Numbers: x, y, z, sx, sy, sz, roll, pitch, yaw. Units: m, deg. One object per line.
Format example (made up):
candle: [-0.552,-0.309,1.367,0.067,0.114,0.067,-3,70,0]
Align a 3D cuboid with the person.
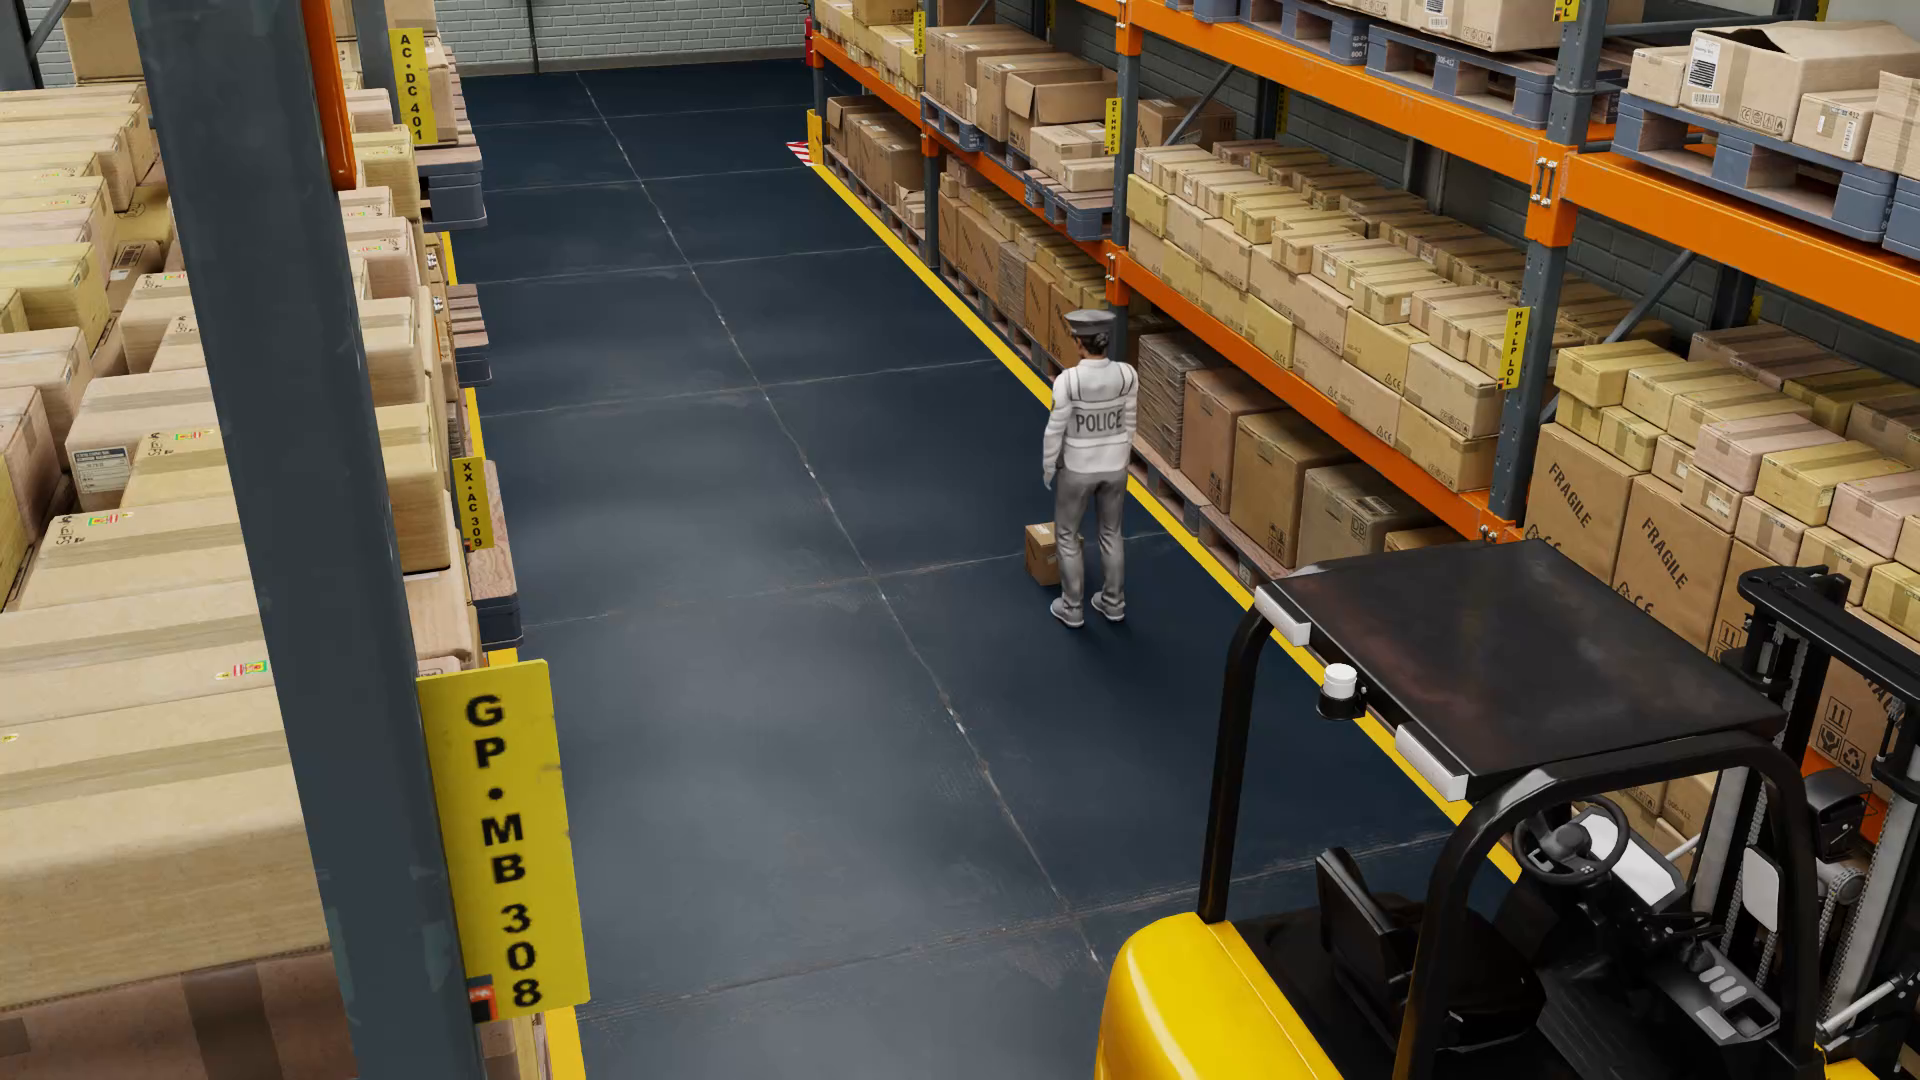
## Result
person: [0.640,-0.345,8.322,0.476,1.659,0.338,-8,28,-15]
